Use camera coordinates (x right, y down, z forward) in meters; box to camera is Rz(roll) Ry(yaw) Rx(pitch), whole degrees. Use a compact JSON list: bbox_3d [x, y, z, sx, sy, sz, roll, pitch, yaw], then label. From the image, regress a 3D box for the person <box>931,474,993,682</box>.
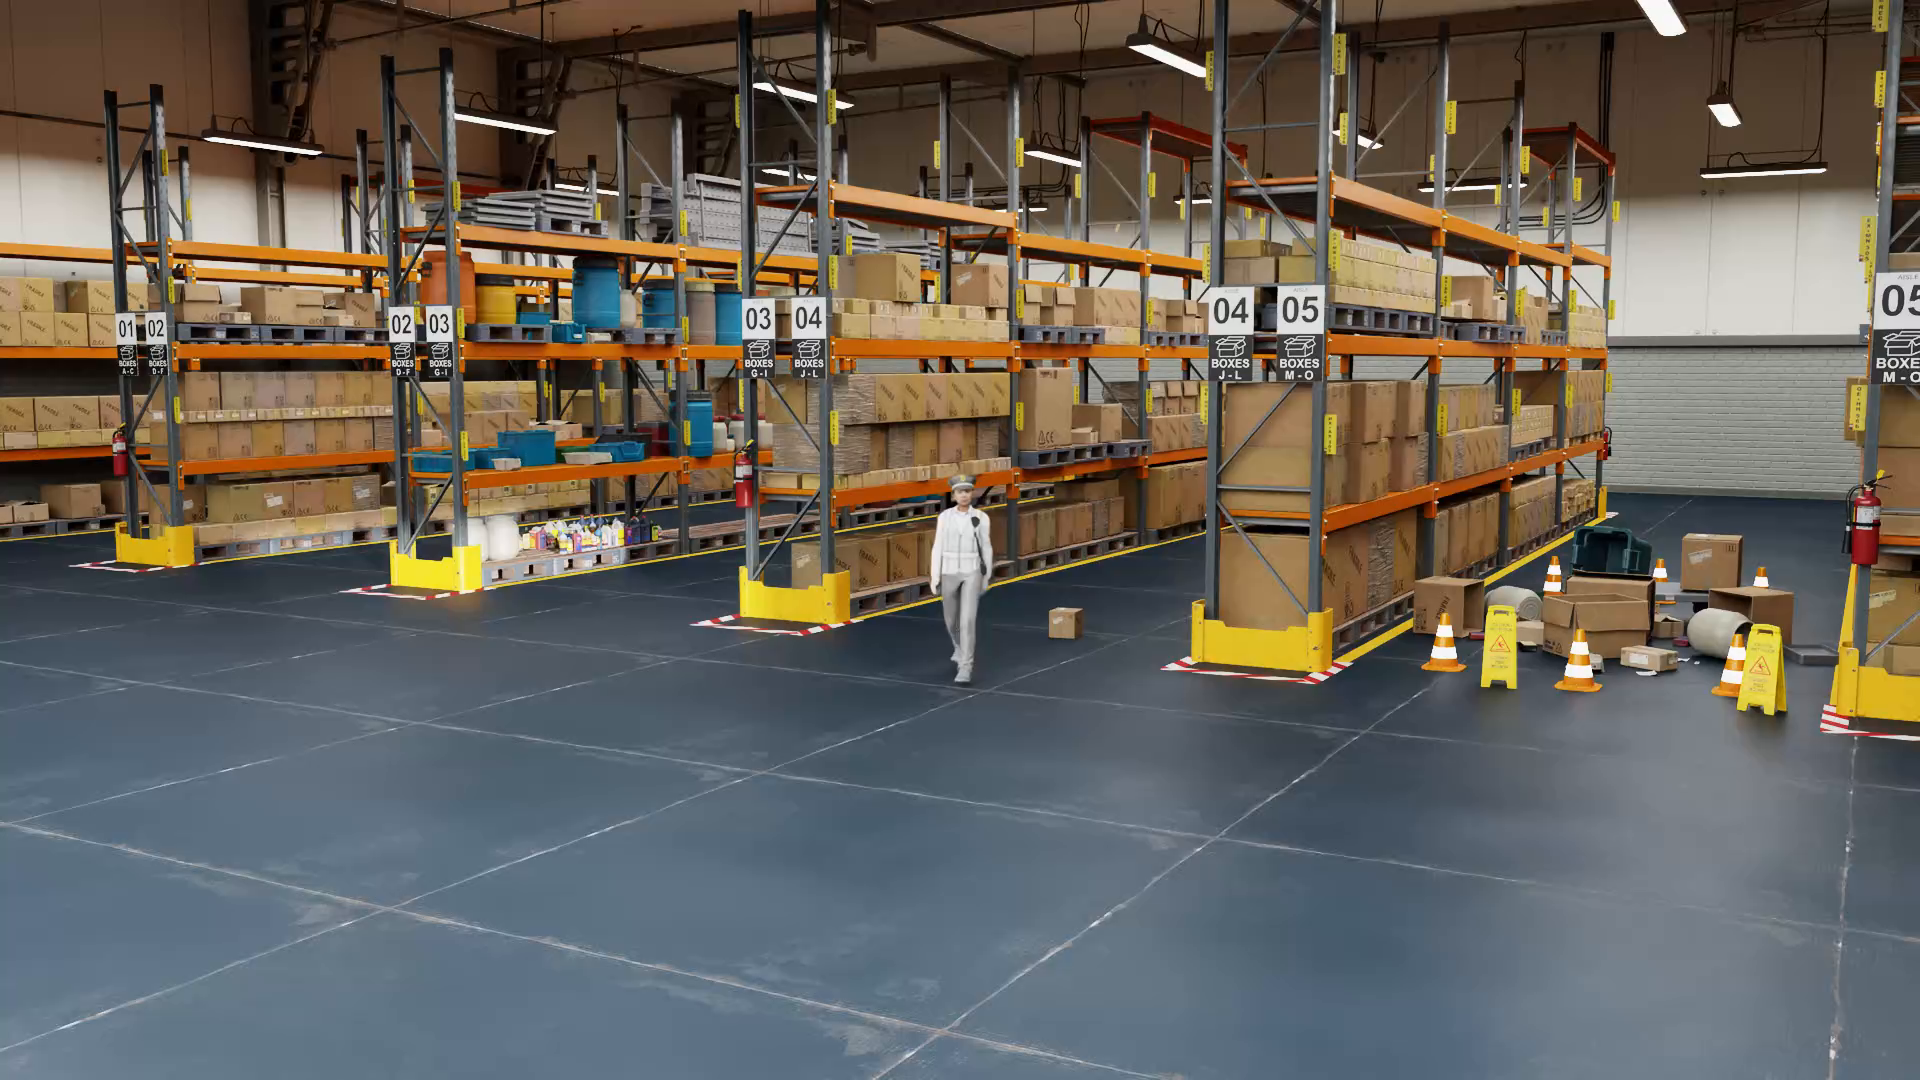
[{"bbox_3d":[0.011,0.278,13.535,0.475,1.641,0.950,1,6,12],"label":"person"}]
